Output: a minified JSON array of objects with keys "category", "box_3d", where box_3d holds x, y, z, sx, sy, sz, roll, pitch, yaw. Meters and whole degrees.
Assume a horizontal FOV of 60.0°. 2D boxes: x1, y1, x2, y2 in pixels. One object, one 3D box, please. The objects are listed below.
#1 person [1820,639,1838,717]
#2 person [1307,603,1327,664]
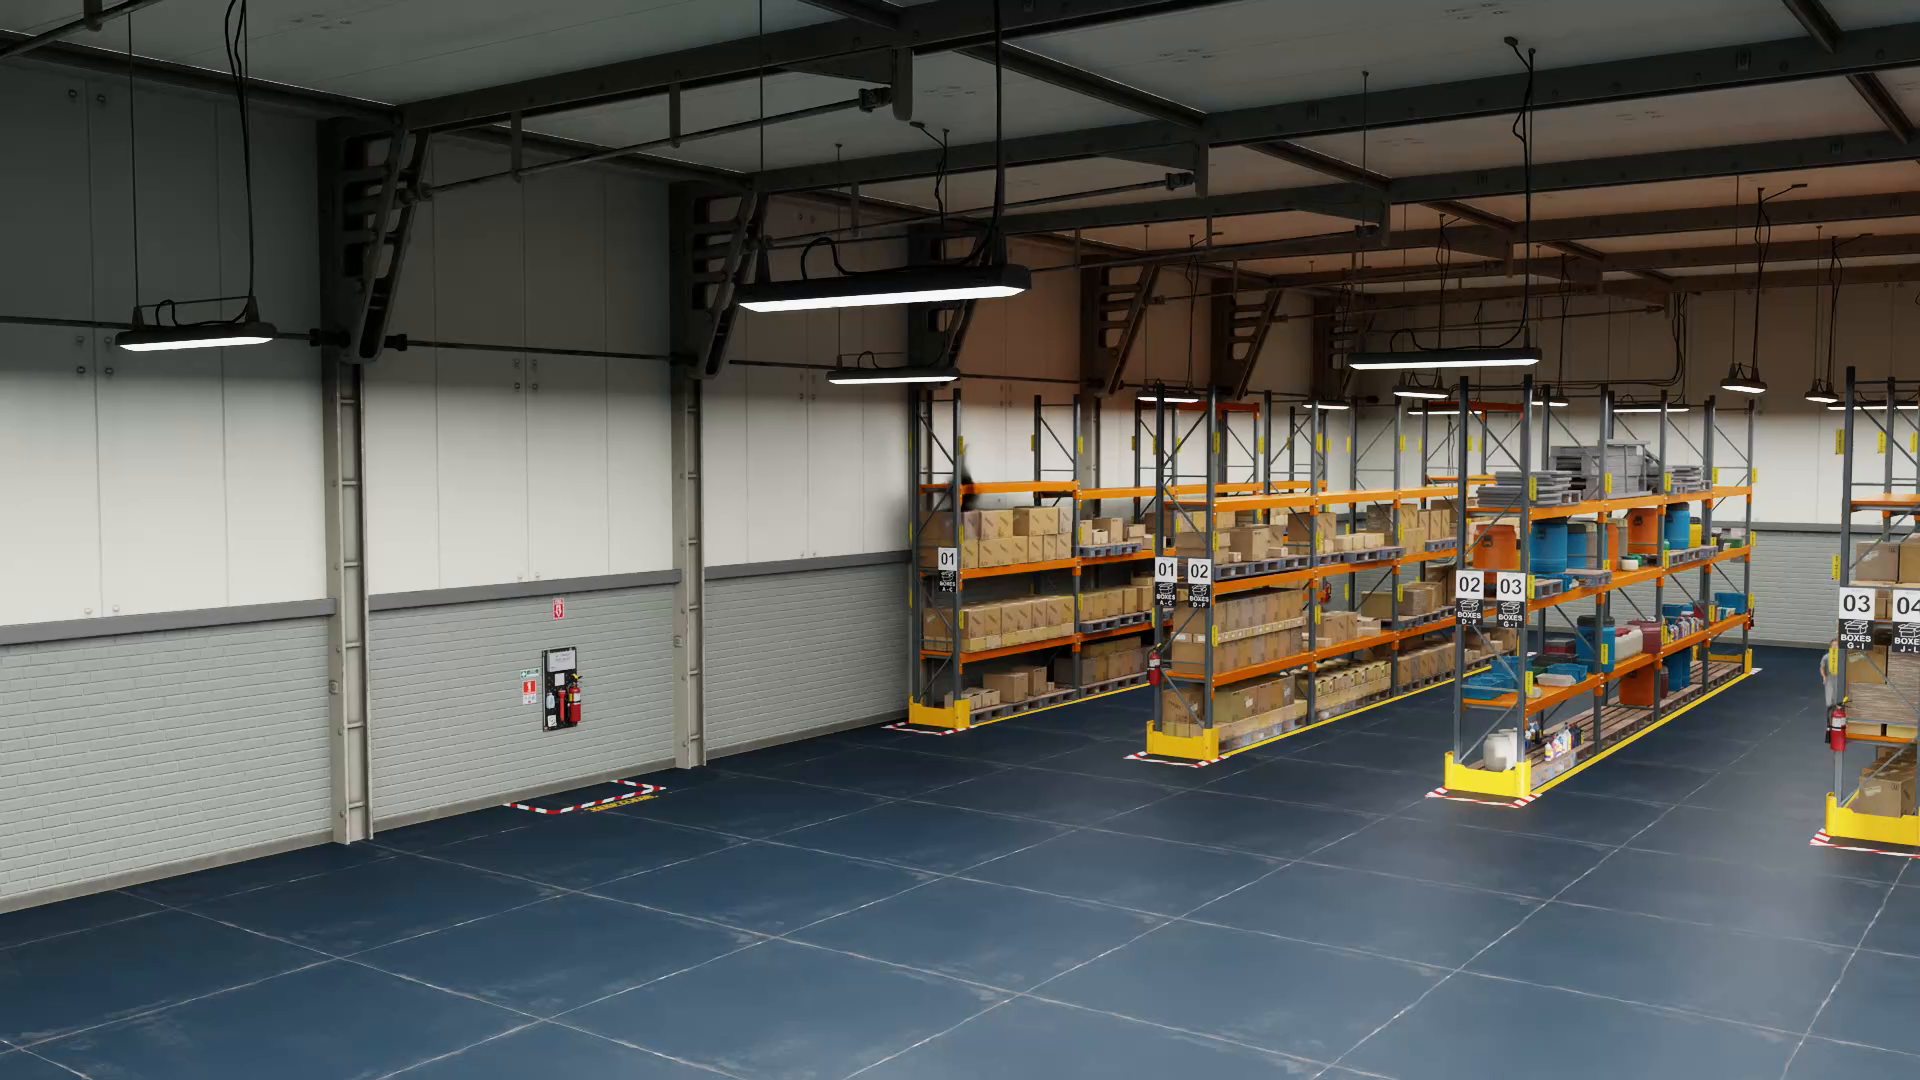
[{"category":"person","box_3d":[15.369,2.534,29.155,0.554,1.619,0.590,3,4,40]},{"category":"person","box_3d":[7.619,2.188,35.347,0.589,1.697,0.709,2,4,33]}]
